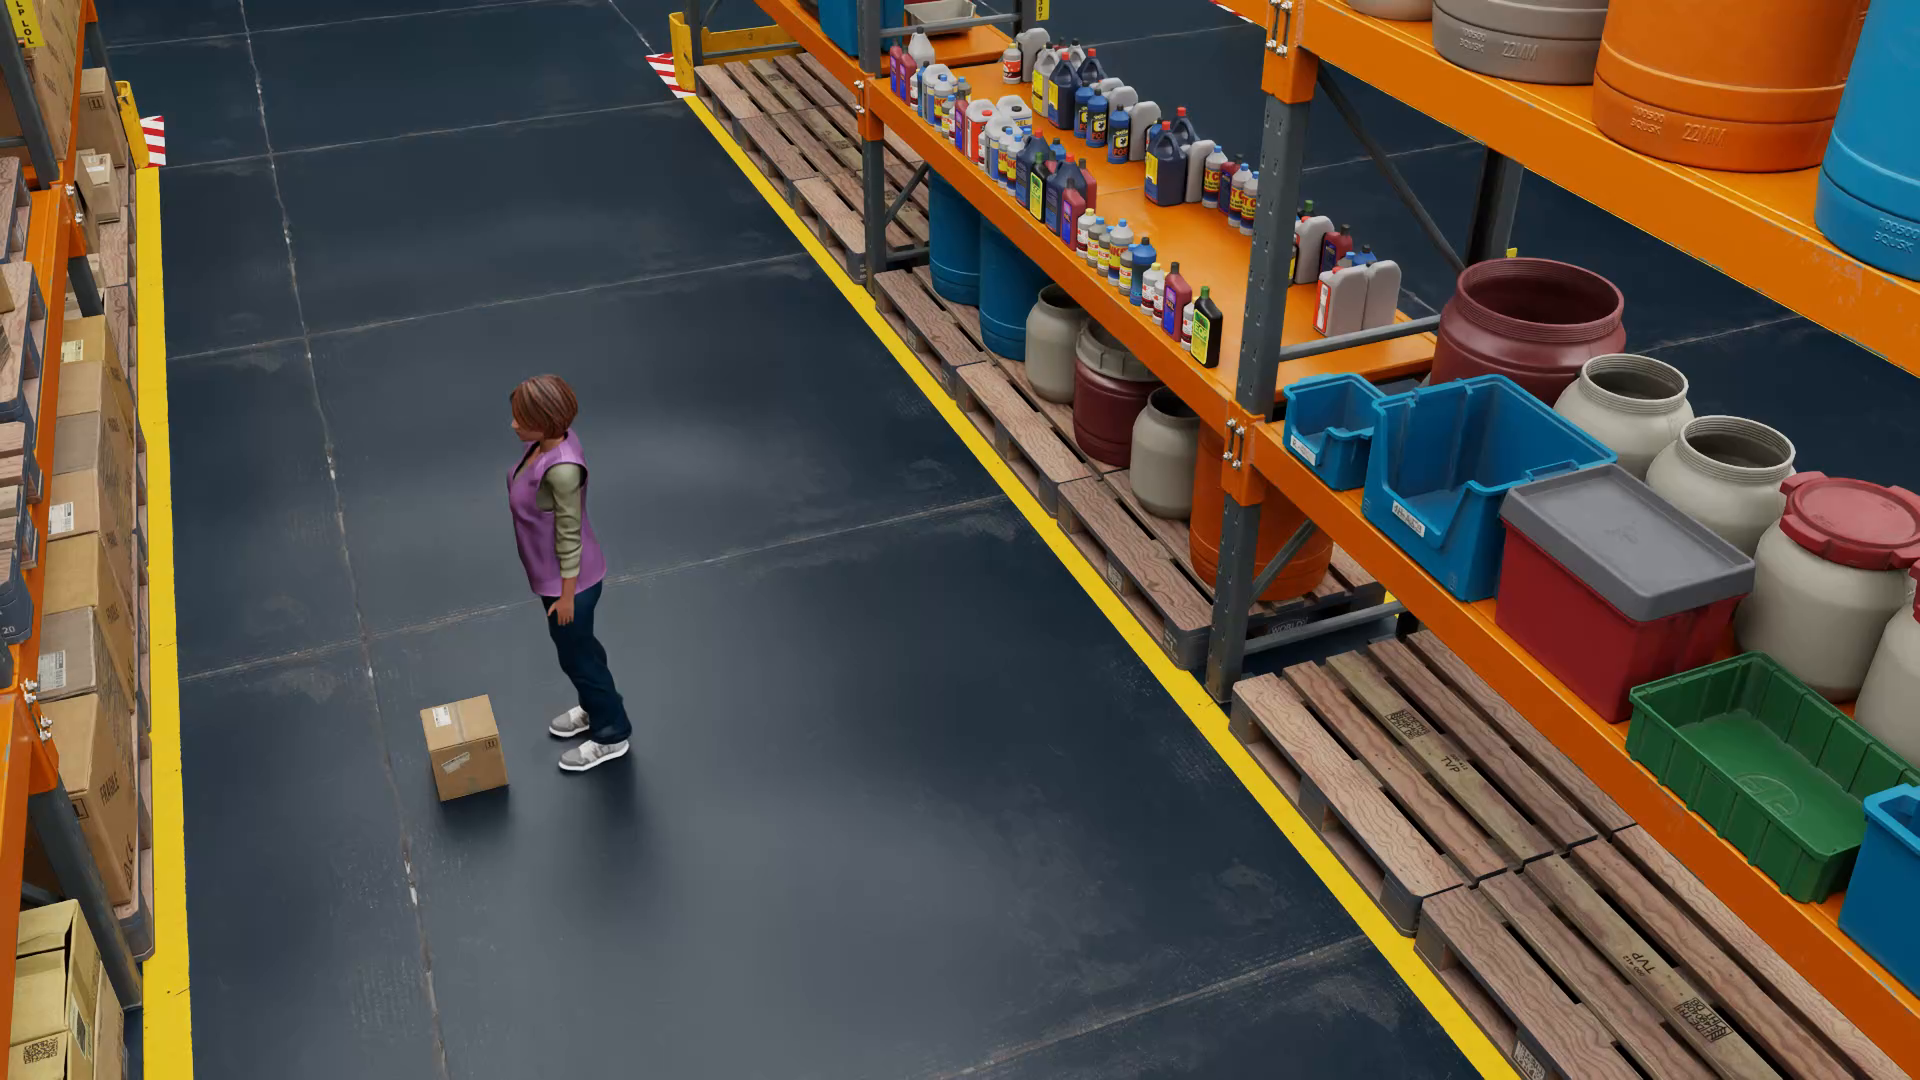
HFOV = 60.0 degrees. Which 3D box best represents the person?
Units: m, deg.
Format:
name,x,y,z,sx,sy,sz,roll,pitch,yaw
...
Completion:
name,x,y,z,sx,sy,sz,roll,pitch,yaw
person,-1.414,0.127,5.963,0.304,1.599,0.406,-12,36,-18
